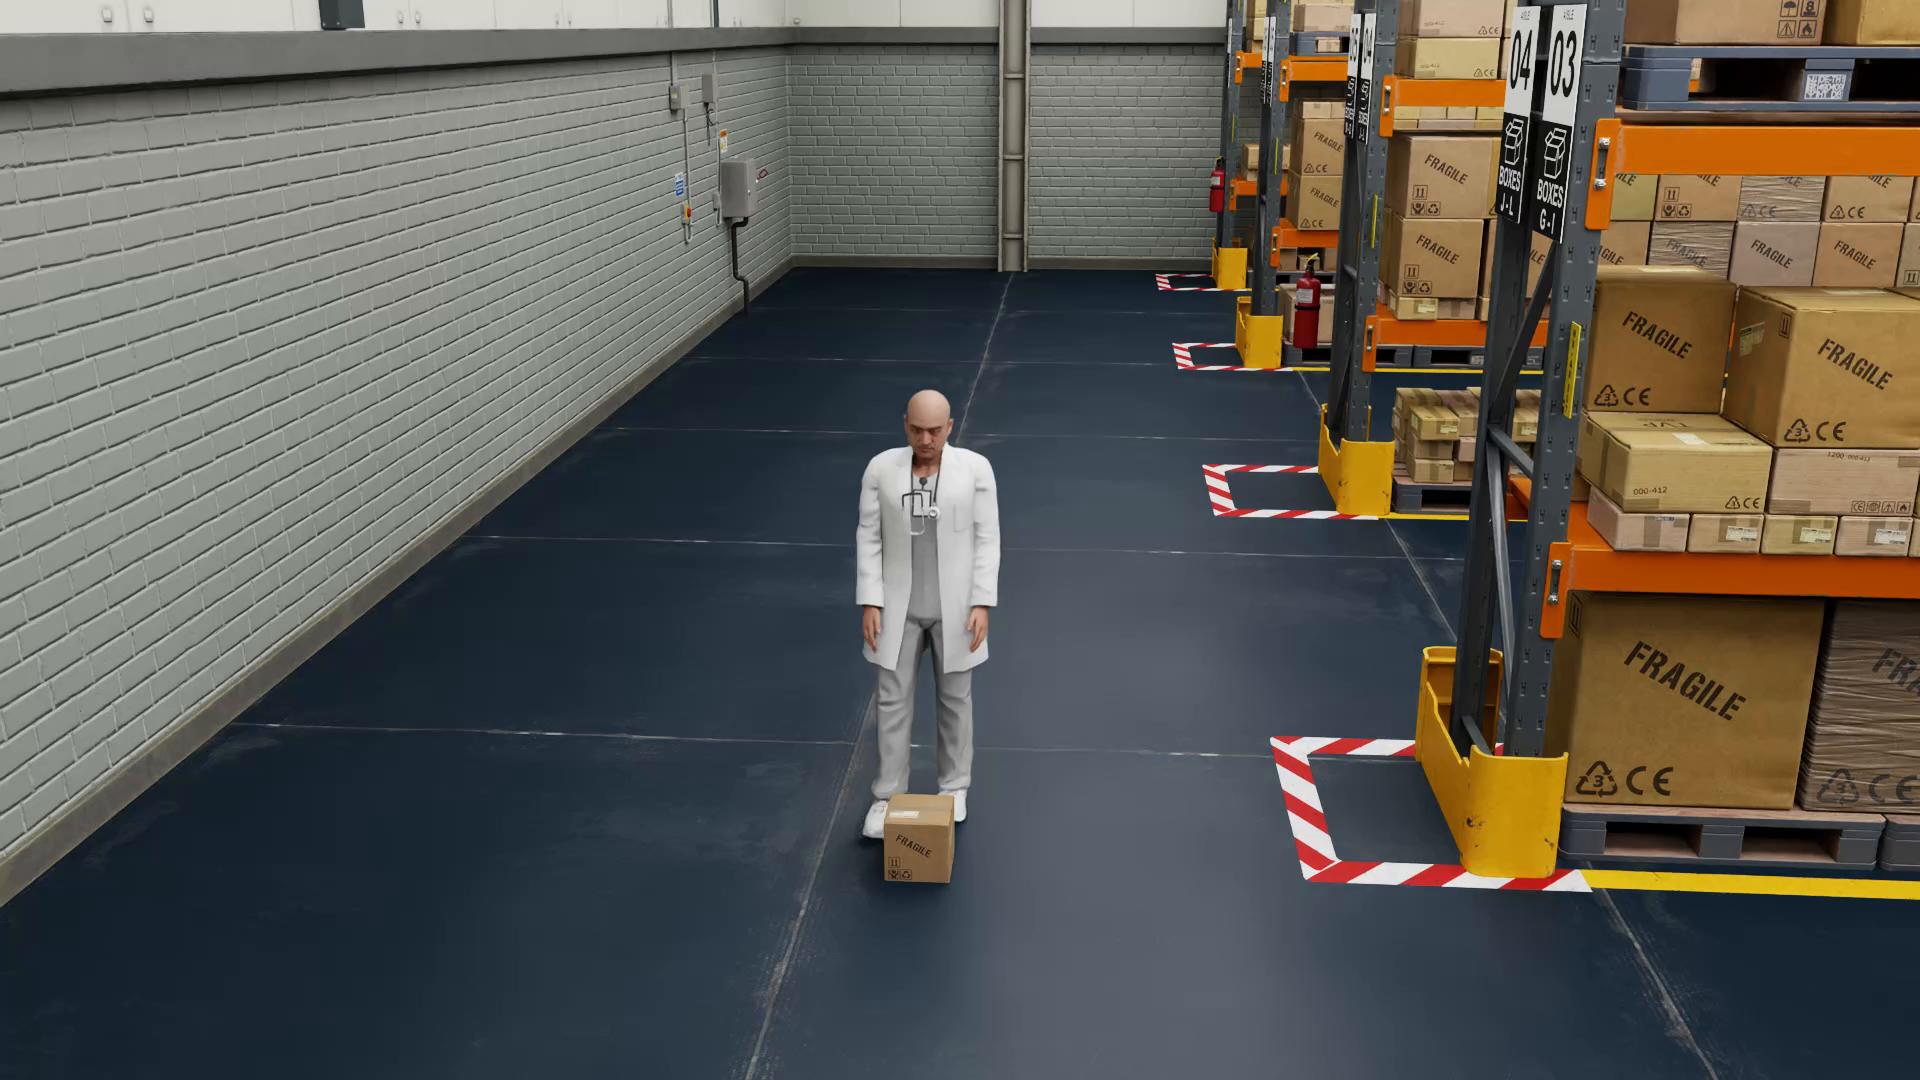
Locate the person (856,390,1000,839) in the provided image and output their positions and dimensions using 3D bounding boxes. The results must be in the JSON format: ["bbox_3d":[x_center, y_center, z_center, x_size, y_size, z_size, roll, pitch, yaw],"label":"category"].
[{"bbox_3d":[-0.133,0.289,6.616,0.576,1.787,0.508,1,17,4],"label":"person"}]
